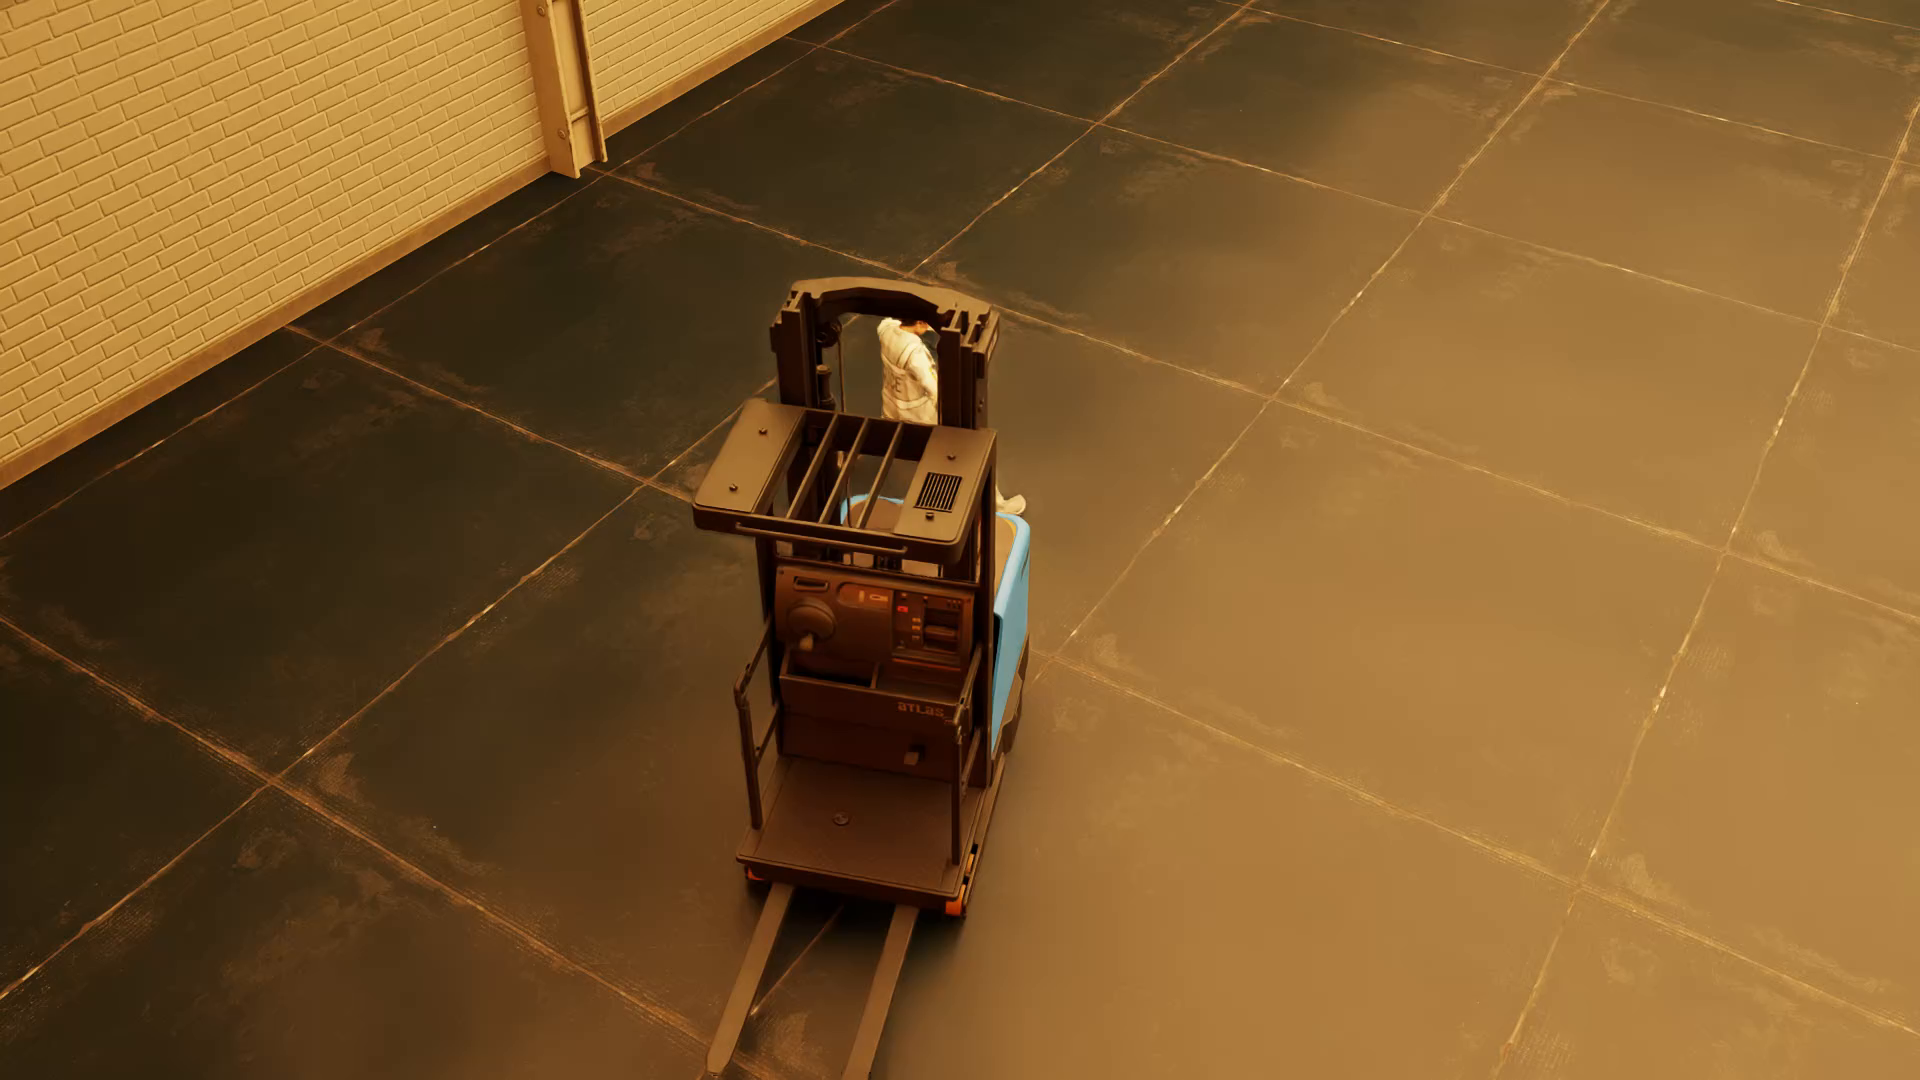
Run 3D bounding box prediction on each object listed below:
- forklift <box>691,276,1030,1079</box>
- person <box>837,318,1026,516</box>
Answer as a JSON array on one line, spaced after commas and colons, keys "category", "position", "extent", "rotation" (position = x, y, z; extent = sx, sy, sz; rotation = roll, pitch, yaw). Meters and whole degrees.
[{"category": "forklift", "position": [-0.440, 0.439, 7.449], "extent": [1.130, 2.935, 3.031], "rotation": [8, 41, 10]}, {"category": "person", "position": [-0.216, -0.904, 10.160], "extent": [0.893, 1.484, 1.194], "rotation": [-21, 45, -23]}]
